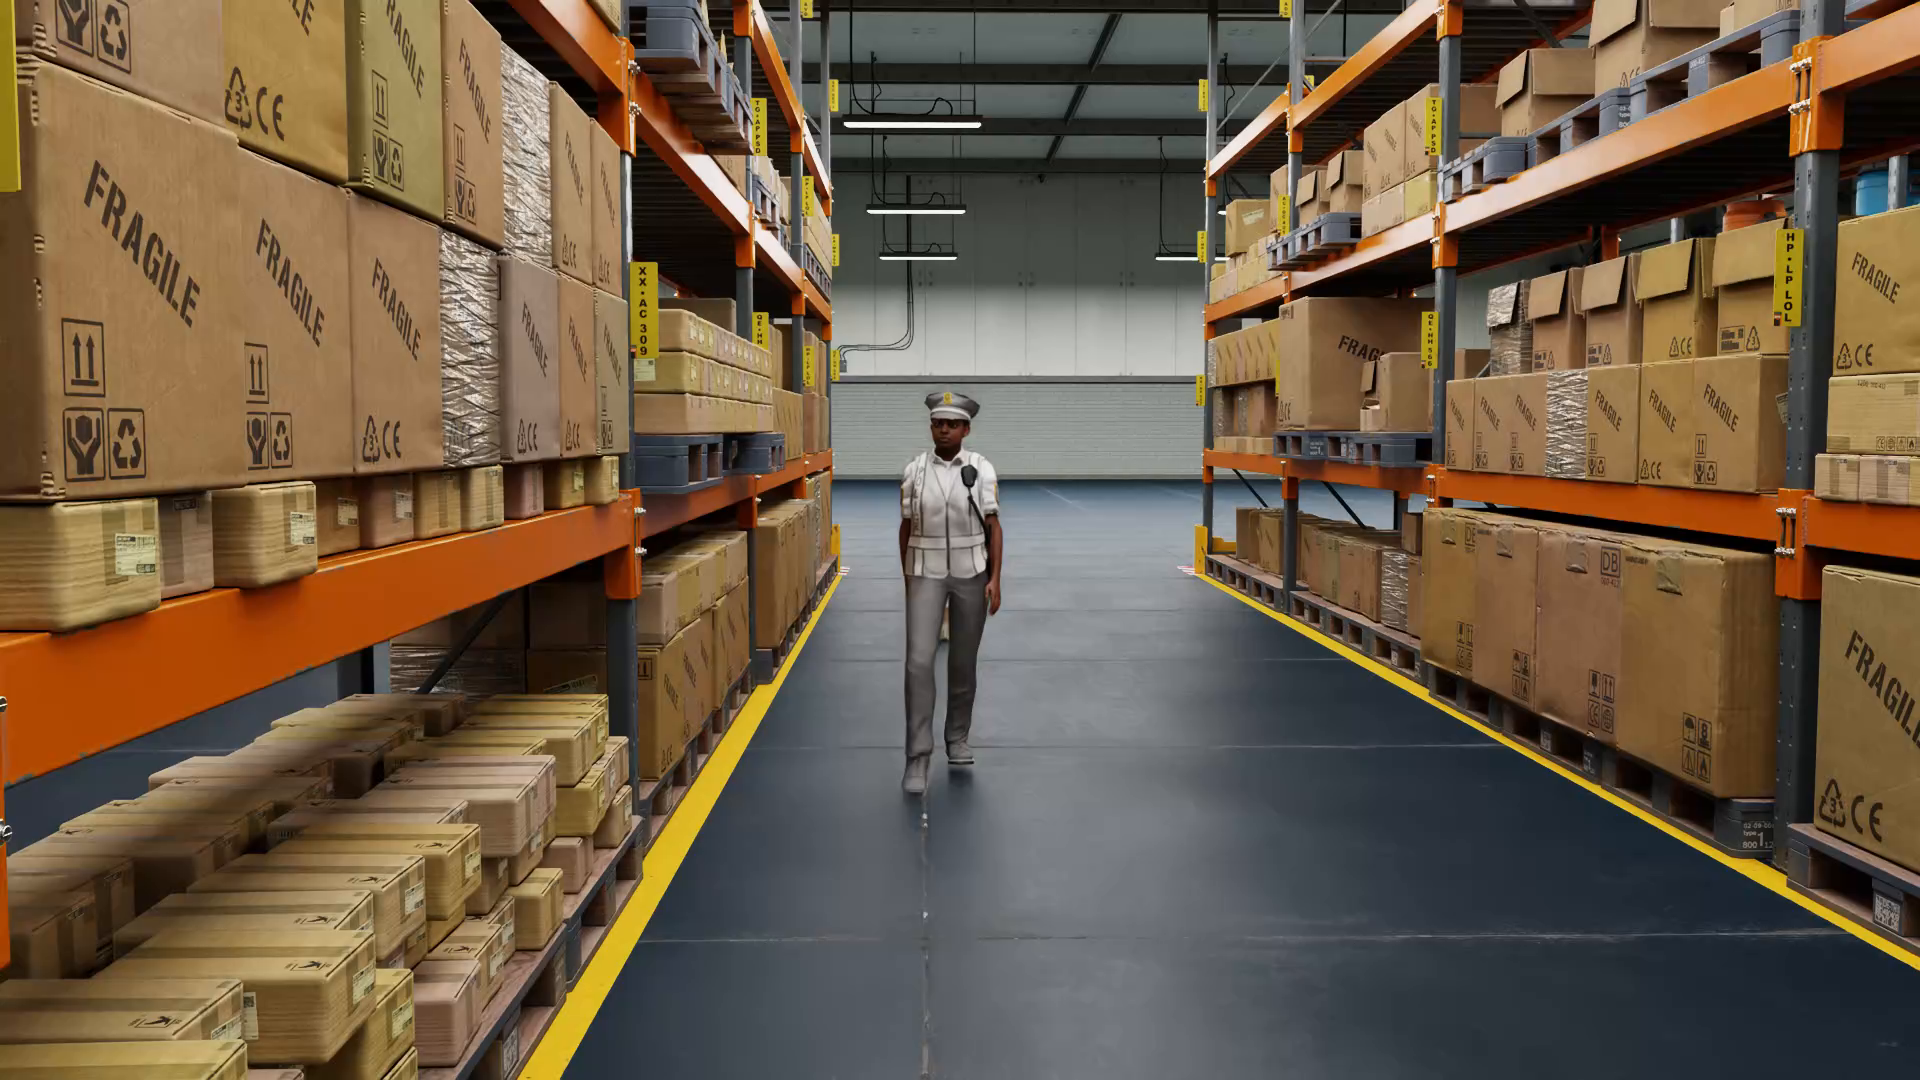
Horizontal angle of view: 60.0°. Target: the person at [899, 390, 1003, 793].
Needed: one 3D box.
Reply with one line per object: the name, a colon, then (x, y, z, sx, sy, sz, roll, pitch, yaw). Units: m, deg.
person: (-0.043, 0.217, 7.284, 0.461, 1.741, 0.680, 0, 4, 1)
